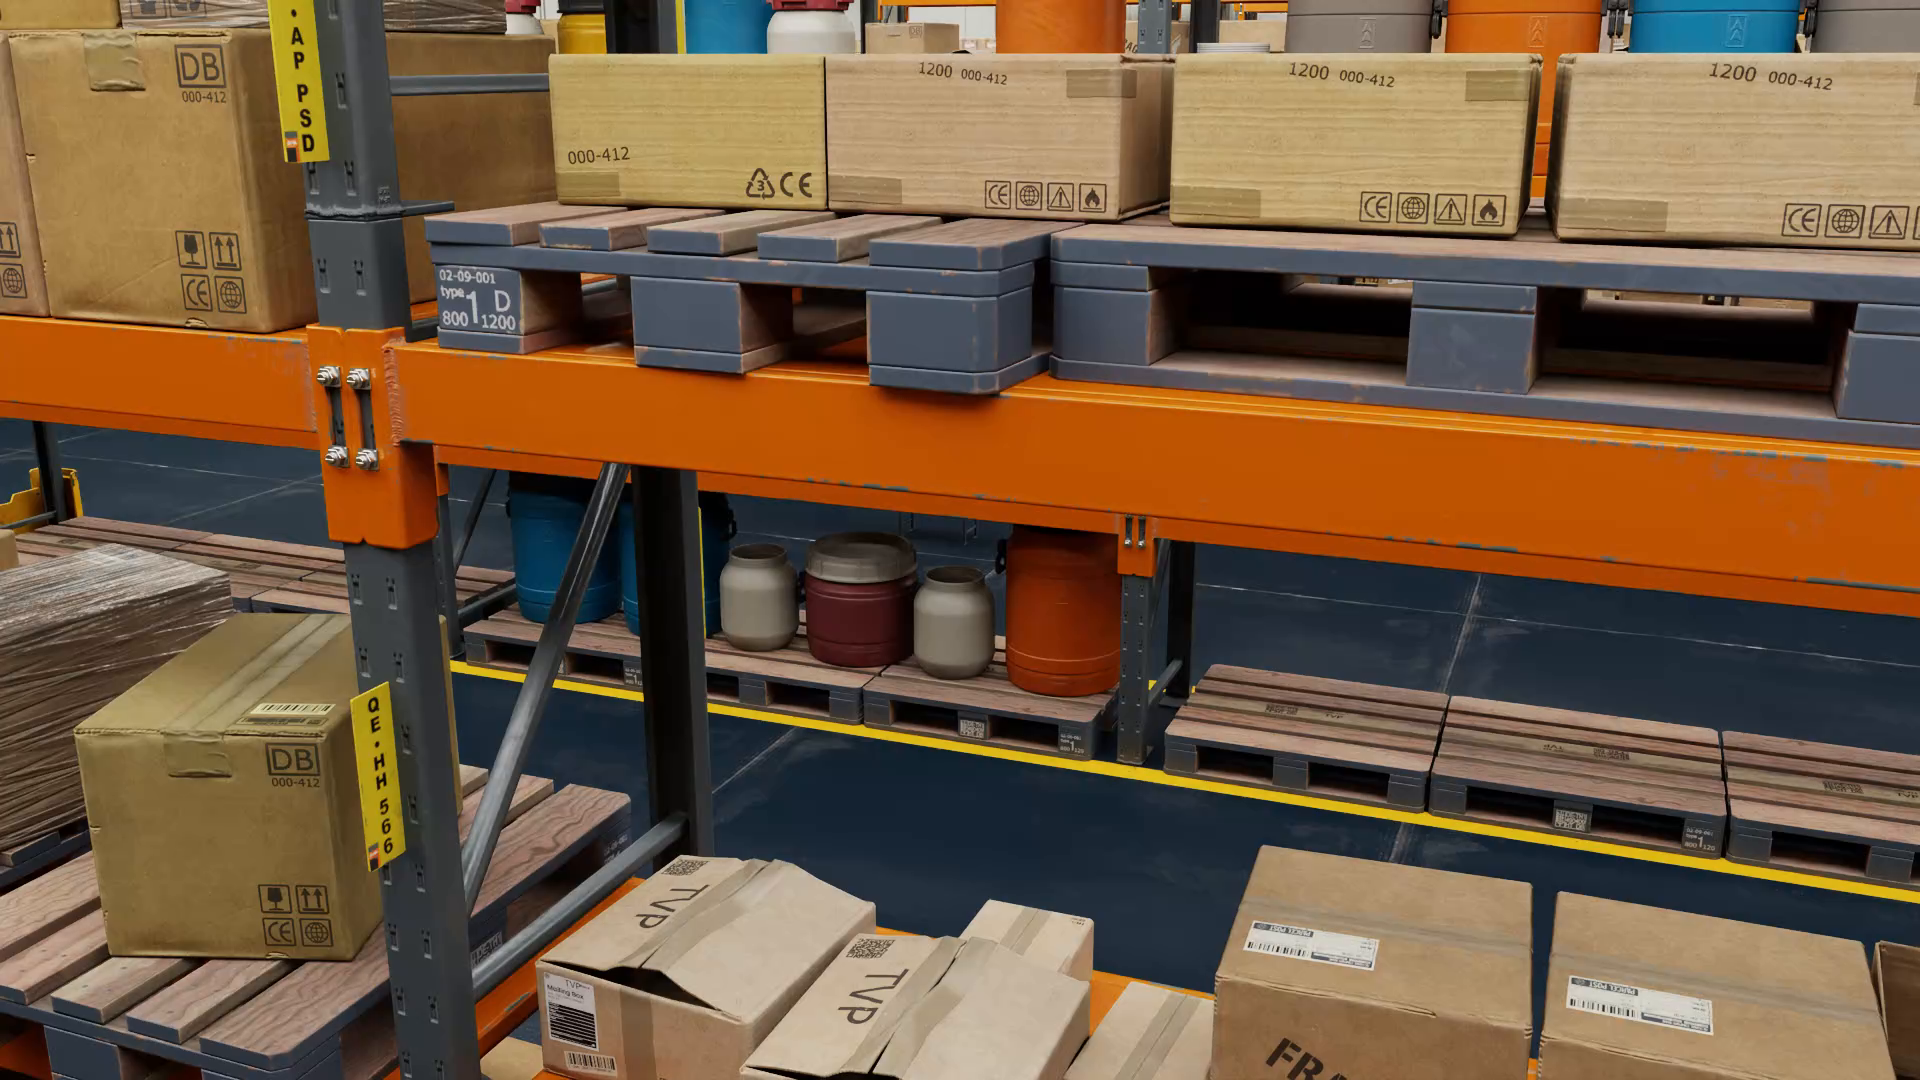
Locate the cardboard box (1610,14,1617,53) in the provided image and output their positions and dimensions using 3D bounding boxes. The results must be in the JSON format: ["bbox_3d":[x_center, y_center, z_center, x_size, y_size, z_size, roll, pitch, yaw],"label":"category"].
[{"bbox_3d":[4.280,-3.417,11.606,0.500,0.500,0.500,7,17,22],"label":"cardboard box"}]

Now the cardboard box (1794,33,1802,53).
[{"bbox_3d":[5.252,-3.229,11.096,0.637,0.503,0.797,7,18,23],"label":"cardboard box"}]

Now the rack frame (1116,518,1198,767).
[{"bbox_3d":[0.991,-0.492,7.987,0.127,3.000,1.000,6,17,21],"label":"rack frame"}]

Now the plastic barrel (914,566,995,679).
[{"bbox_3d":[-0.028,0.421,8.551,0.421,0.512,0.421,0,16,0],"label":"plastic barrel"}]

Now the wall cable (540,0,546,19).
[{"bbox_3d":[-6.392,-8.555,25.000,0.029,3.000,0.463,6,17,21],"label":"wall cable"}]

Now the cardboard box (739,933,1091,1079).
[{"bbox_3d":[-0.069,0.977,3.087,0.500,0.311,0.500,6,17,20],"label":"cardboard box"}]

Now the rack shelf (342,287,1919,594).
[{"bbox_3d":[1.031,-0.098,2.540,4.000,0.370,1.077,6,17,21],"label":"rack shelf"}]

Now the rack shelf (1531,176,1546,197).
[{"bbox_3d":[2.852,-1.382,6.964,4.000,0.370,1.077,6,17,21],"label":"rack shelf"}]

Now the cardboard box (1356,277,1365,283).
[{"bbox_3d":[5.005,-3.712,22.138,0.875,0.875,0.875,7,17,21],"label":"cardboard box"}]

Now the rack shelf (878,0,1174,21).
[{"bbox_3d":[0.863,-7.304,22.698,4.000,0.370,1.077,6,17,21],"label":"rack shelf"}]

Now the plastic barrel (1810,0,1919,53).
[{"bbox_3d":[3.551,-1.826,6.305,0.600,0.901,0.600,0,16,0],"label":"plastic barrel"}]

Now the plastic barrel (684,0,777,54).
[{"bbox_3d":[-1.086,-2.649,8.385,0.708,0.901,0.600,6,17,21],"label":"plastic barrel"}]

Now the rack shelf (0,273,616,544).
[{"bbox_3d":[-2.690,-0.507,3.949,4.000,0.370,1.077,6,17,21],"label":"rack shelf"}]

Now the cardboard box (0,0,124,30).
[{"bbox_3d":[-1.707,-1.274,3.330,0.500,0.500,0.500,6,17,21],"label":"cardboard box"}]

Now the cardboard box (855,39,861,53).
[{"bbox_3d":[-1.068,-5.412,18.212,0.250,0.149,0.380,7,18,23],"label":"cardboard box"}]

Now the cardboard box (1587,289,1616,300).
[{"bbox_3d":[4.284,-1.675,11.578,0.500,0.250,0.500,6,17,19],"label":"cardboard box"}]

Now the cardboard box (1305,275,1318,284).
[{"bbox_3d":[2.457,-1.944,12.812,0.500,0.500,0.500,7,18,22],"label":"cardboard box"}]

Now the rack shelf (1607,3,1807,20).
[{"bbox_3d":[10.123,-7.773,24.315,4.000,0.370,1.077,6,17,21],"label":"rack shelf"}]

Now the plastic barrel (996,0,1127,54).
[{"bbox_3d":[0.465,-2.399,7.653,0.708,0.830,0.600,6,17,21],"label":"plastic barrel"}]

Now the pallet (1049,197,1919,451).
[{"bbox_3d":[0.876,-0.397,2.620,1.213,0.211,1.003,7,18,23],"label":"pallet"}]

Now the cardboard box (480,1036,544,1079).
[{"bbox_3d":[-1.148,1.661,4.266,0.500,0.500,0.500,7,18,23],"label":"cardboard box"}]

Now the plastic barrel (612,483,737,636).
[{"bbox_3d":[-1.571,0.038,9.174,0.708,0.901,0.600,6,17,21],"label":"plastic barrel"}]

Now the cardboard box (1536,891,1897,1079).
[{"bbox_3d":[1.227,0.966,2.787,0.500,0.500,0.500,6,17,21],"label":"cardboard box"}]

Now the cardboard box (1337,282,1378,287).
[{"bbox_3d":[4.170,-2.547,17.451,0.500,0.250,0.500,5,17,18],"label":"cardboard box"}]

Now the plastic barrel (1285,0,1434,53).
[{"bbox_3d":[1.676,-2.032,7.015,0.600,0.901,0.600,0,16,0],"label":"plastic barrel"}]

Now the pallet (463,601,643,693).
[{"bbox_3d":[-2.027,0.528,9.476,1.213,0.211,1.003,6,17,21],"label":"pallet"}]

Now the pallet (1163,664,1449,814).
[{"bbox_3d":[1.698,0.937,8.068,1.213,0.211,1.003,6,17,21],"label":"pallet"}]

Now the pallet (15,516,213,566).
[{"bbox_3d":[-5.698,0.124,10.869,1.213,0.211,1.003,6,17,21],"label":"pallet"}]

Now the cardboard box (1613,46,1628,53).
[{"bbox_3d":[6.259,-4.465,15.520,0.500,0.311,0.500,6,17,20],"label":"cardboard box"}]

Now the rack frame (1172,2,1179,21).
[{"bbox_3d":[2.724,-7.637,21.838,0.127,3.000,1.000,6,17,21],"label":"rack frame"}]

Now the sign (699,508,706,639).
[{"bbox_3d":[-0.629,0.092,3.898,0.005,0.325,0.100,6,17,21],"label":"sign"}]

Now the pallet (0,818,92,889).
[{"bbox_3d":[-2.640,0.687,4.271,1.213,0.211,1.003,6,17,21],"label":"pallet"}]

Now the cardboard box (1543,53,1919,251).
[{"bbox_3d":[1.135,-0.580,2.426,0.500,0.250,0.500,5,17,16],"label":"cardboard box"}]

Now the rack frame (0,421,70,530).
[{"bbox_3d":[-6.451,-1.310,10.805,0.127,3.000,1.000,6,17,21],"label":"rack frame"}]

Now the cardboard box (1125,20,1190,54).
[{"bbox_3d":[1.380,-3.576,12.297,0.500,0.500,0.500,7,18,24],"label":"cardboard box"}]

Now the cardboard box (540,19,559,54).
[{"bbox_3d":[-3.152,-4.164,14.145,0.500,0.500,0.700,5,17,17],"label":"cardboard box"}]

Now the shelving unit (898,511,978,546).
[{"bbox_3d":[-0.154,-0.593,11.565,0.503,1.200,0.258,6,17,21],"label":"shelving unit"}]

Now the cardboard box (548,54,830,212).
[{"bbox_3d":[-0.387,-0.746,2.997,0.500,0.250,0.500,5,17,17],"label":"cardboard box"}]

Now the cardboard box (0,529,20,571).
[{"bbox_3d":[-2.884,0.299,4.332,0.500,0.500,0.700,2,16,7],"label":"cardboard box"}]

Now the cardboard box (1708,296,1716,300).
[{"bbox_3d":[9.007,-3.002,20.596,0.625,0.372,0.950,7,18,24],"label":"cardboard box"}]
